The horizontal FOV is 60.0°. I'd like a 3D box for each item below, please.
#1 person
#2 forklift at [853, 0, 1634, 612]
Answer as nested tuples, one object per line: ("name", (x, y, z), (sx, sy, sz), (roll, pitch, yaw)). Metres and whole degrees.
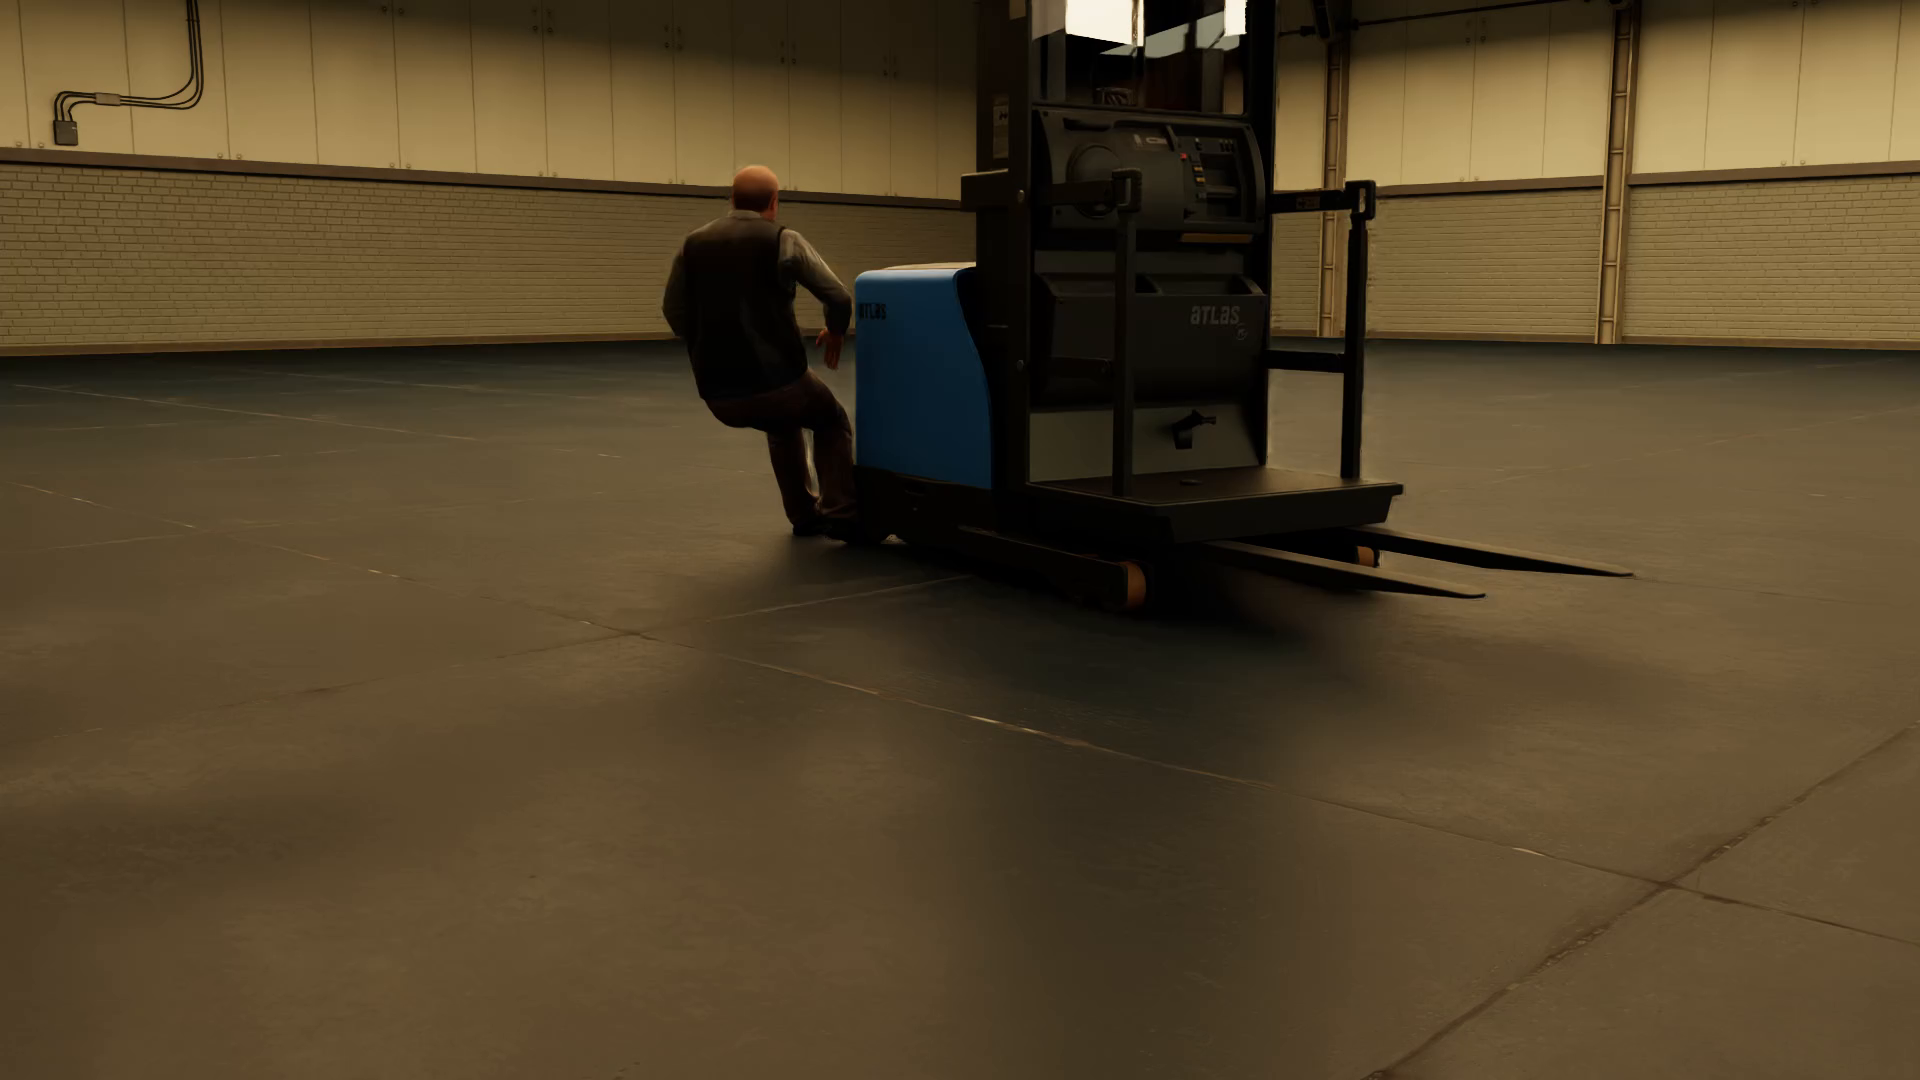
("person", (-0.710, -0.692, 6.569), (0.785, 1.520, 0.899), (3, 9, 16))
("forklift", (0.781, -1.301, 5.515), (1.130, 2.935, 3.031), (-5, 10, -32))
